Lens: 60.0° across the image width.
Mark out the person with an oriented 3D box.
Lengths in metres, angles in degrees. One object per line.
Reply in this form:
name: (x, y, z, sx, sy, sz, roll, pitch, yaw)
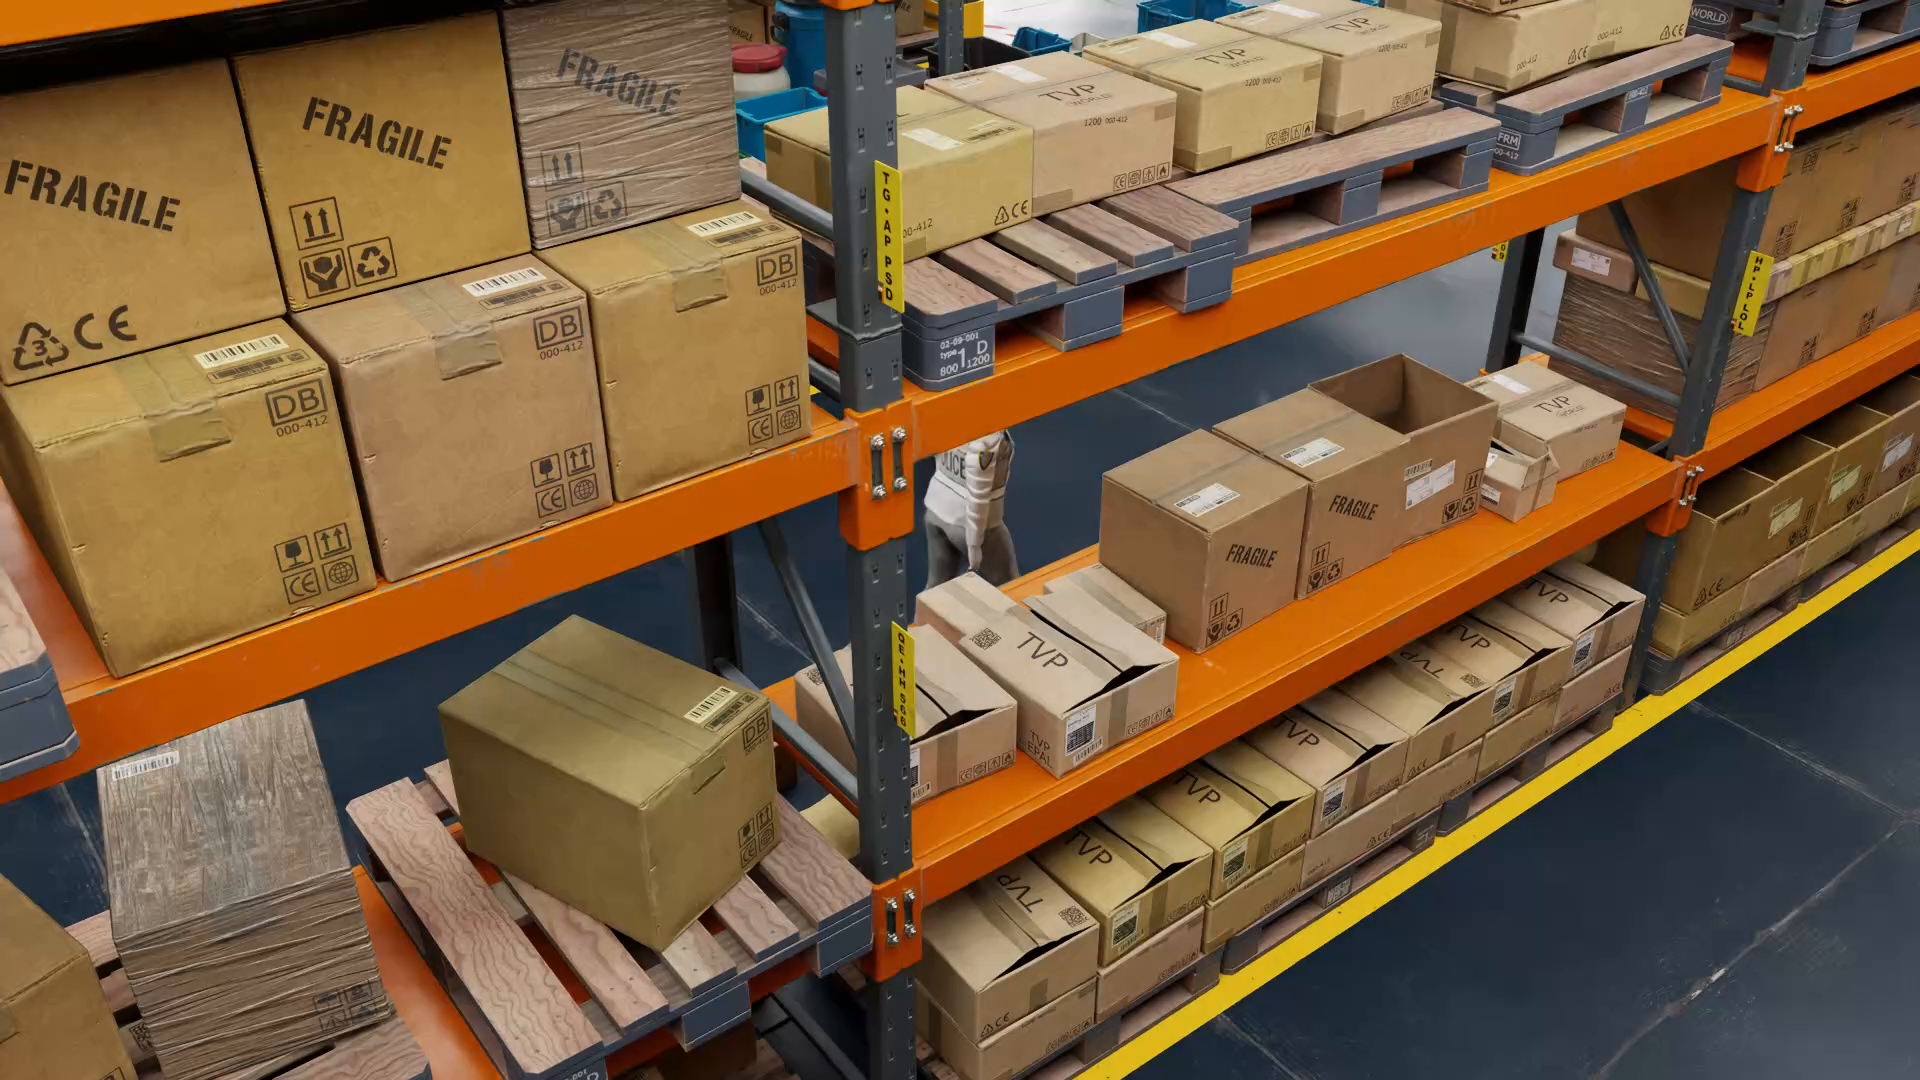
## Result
person: (0.002, -0.069, 7.256, 0.577, 1.715, 0.508, -21, 38, -30)
